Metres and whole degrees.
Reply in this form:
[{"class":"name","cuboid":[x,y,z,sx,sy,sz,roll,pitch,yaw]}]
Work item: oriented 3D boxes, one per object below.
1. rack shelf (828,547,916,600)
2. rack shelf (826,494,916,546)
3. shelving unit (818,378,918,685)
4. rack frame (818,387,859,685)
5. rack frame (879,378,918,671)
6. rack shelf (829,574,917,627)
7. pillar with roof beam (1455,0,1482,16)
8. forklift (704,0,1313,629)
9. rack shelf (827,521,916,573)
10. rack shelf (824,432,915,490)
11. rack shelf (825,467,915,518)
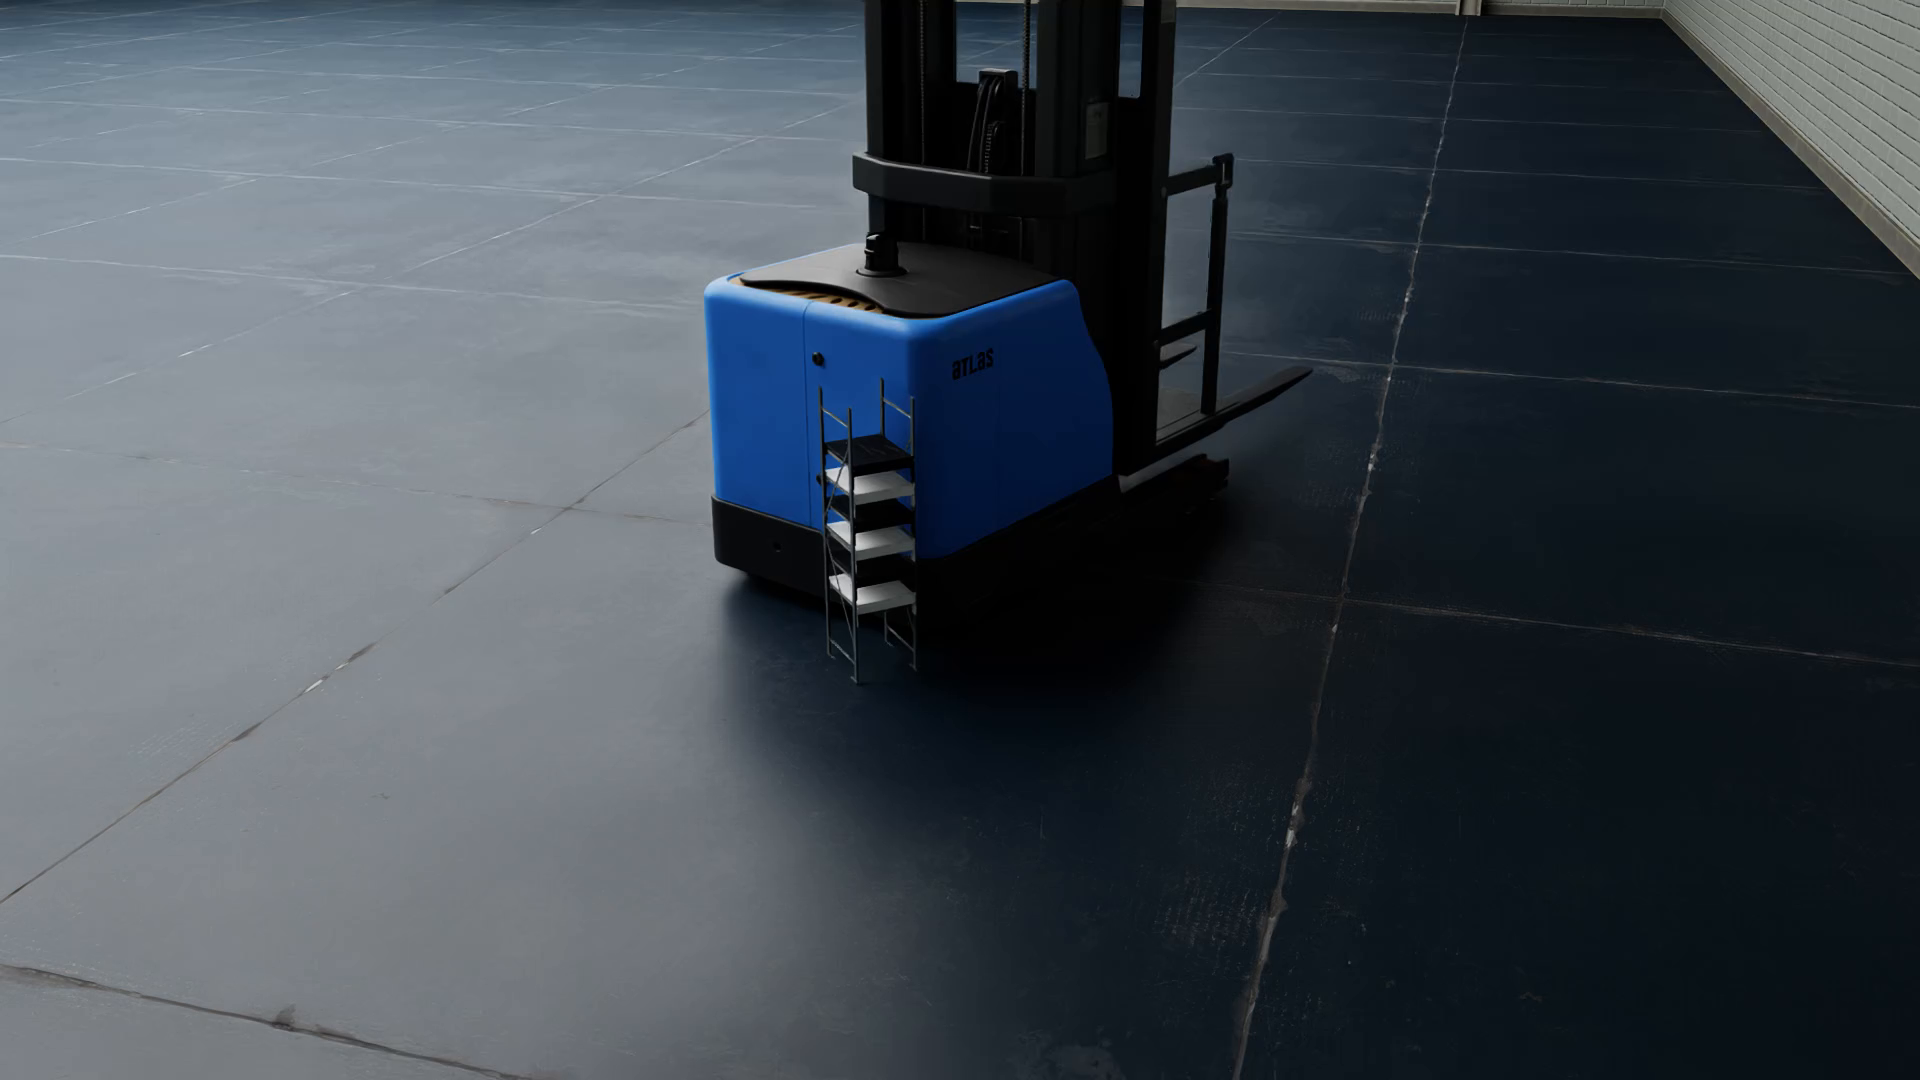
[{"class":"rack shelf","cuboid":[-0.281,0.089,5.191,0.200,0.077,0.258,-11,25,-25]},{"class":"rack shelf","cuboid":[-0.282,-0.077,5.123,0.200,0.077,0.258,-11,25,-25]},{"class":"shelving unit","cuboid":[-0.282,-0.025,5.144,0.210,0.900,0.258,-11,25,-25]},{"class":"rack frame","cuboid":[-0.372,-0.007,5.102,0.006,0.900,0.240,-11,25,-25]},{"class":"rack frame","cuboid":[-0.191,-0.042,5.187,0.006,0.900,0.240,-11,25,-25]},{"class":"rack shelf","cuboid":[-0.281,0.173,5.225,0.200,0.077,0.258,-11,25,-25]},{"class":"pillar with roof beam","cuboid":[7.102,-11.229,21.788,0.400,9.000,9.100,7,23,16]},{"class":"forklift","cuboid":[0.424,-1.559,6.209,1.130,2.935,3.031,16,27,34]},{"class":"rack shelf","cuboid":[-0.282,0.006,5.157,0.200,0.077,0.258,-11,25,-25]},{"class":"rack shelf","cuboid":[-0.282,-0.244,5.054,0.200,0.077,0.258,-11,25,-25]},{"class":"rack shelf","cuboid":[-0.282,-0.160,5.088,0.200,0.077,0.258,-11,25,-25]}]
